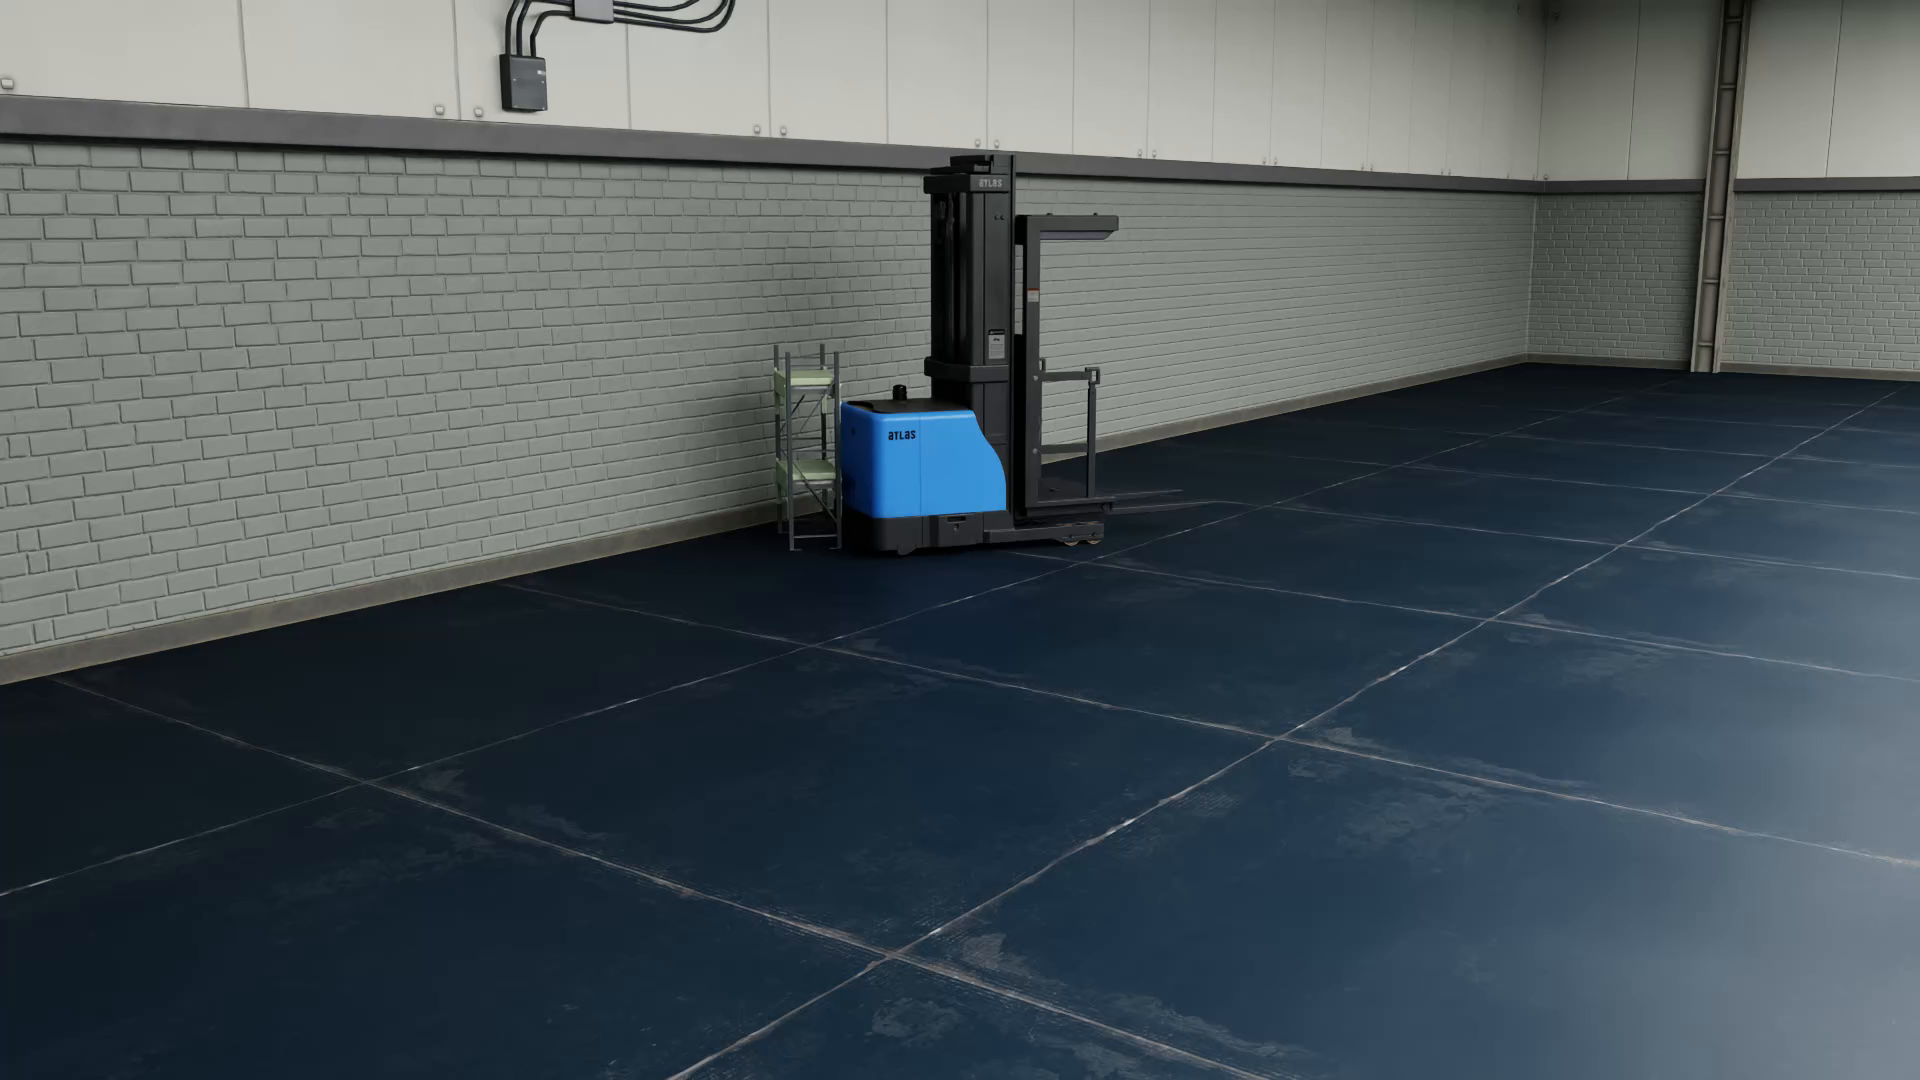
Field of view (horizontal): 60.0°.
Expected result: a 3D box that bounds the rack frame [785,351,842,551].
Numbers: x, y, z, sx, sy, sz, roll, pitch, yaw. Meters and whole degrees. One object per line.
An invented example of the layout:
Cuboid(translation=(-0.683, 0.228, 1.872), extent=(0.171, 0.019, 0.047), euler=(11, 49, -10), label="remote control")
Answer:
Cuboid(translation=(-1.099, -0.664, 12.514), extent=(0.400, 1.500, 0.023), euler=(-3, 11, -13), label="rack frame")

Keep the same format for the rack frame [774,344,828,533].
Cuboid(translation=(-1.263, -0.800, 13.214), extent=(0.400, 1.500, 0.023), euler=(-3, 11, -13), label="rack frame")

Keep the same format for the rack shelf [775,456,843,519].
Cuboid(translation=(-1.181, -0.412, 12.926), extent=(0.431, 0.370, 0.720), euler=(-3, 11, -13), label="rack shelf")

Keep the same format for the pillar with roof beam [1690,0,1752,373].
Cuboid(translation=(9.707, -6.530, 23.092), extent=(0.400, 9.000, 9.100), euler=(8, 13, 36), label="pillar with roof beam")

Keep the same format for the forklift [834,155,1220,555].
Cuboid(translation=(0.577, -1.483, 12.979), extent=(3.031, 2.935, 1.130), euler=(-4, 12, -22), label="forklift")

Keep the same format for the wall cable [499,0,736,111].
Cuboid(translation=(-2.349, -6.022, 11.511), extent=(0.169, 6.003, 2.305), euler=(8, 13, 36), label="wall cable")

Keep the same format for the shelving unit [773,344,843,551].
Cuboid(translation=(-1.181, -0.732, 12.864), extent=(0.431, 1.500, 0.755), euler=(-3, 11, -13), label="shelving unit")

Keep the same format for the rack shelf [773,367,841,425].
Cuboid(translation=(-1.181, -1.115, 12.790), extent=(0.431, 0.370, 0.720), euler=(-3, 11, -13), label="rack shelf")
